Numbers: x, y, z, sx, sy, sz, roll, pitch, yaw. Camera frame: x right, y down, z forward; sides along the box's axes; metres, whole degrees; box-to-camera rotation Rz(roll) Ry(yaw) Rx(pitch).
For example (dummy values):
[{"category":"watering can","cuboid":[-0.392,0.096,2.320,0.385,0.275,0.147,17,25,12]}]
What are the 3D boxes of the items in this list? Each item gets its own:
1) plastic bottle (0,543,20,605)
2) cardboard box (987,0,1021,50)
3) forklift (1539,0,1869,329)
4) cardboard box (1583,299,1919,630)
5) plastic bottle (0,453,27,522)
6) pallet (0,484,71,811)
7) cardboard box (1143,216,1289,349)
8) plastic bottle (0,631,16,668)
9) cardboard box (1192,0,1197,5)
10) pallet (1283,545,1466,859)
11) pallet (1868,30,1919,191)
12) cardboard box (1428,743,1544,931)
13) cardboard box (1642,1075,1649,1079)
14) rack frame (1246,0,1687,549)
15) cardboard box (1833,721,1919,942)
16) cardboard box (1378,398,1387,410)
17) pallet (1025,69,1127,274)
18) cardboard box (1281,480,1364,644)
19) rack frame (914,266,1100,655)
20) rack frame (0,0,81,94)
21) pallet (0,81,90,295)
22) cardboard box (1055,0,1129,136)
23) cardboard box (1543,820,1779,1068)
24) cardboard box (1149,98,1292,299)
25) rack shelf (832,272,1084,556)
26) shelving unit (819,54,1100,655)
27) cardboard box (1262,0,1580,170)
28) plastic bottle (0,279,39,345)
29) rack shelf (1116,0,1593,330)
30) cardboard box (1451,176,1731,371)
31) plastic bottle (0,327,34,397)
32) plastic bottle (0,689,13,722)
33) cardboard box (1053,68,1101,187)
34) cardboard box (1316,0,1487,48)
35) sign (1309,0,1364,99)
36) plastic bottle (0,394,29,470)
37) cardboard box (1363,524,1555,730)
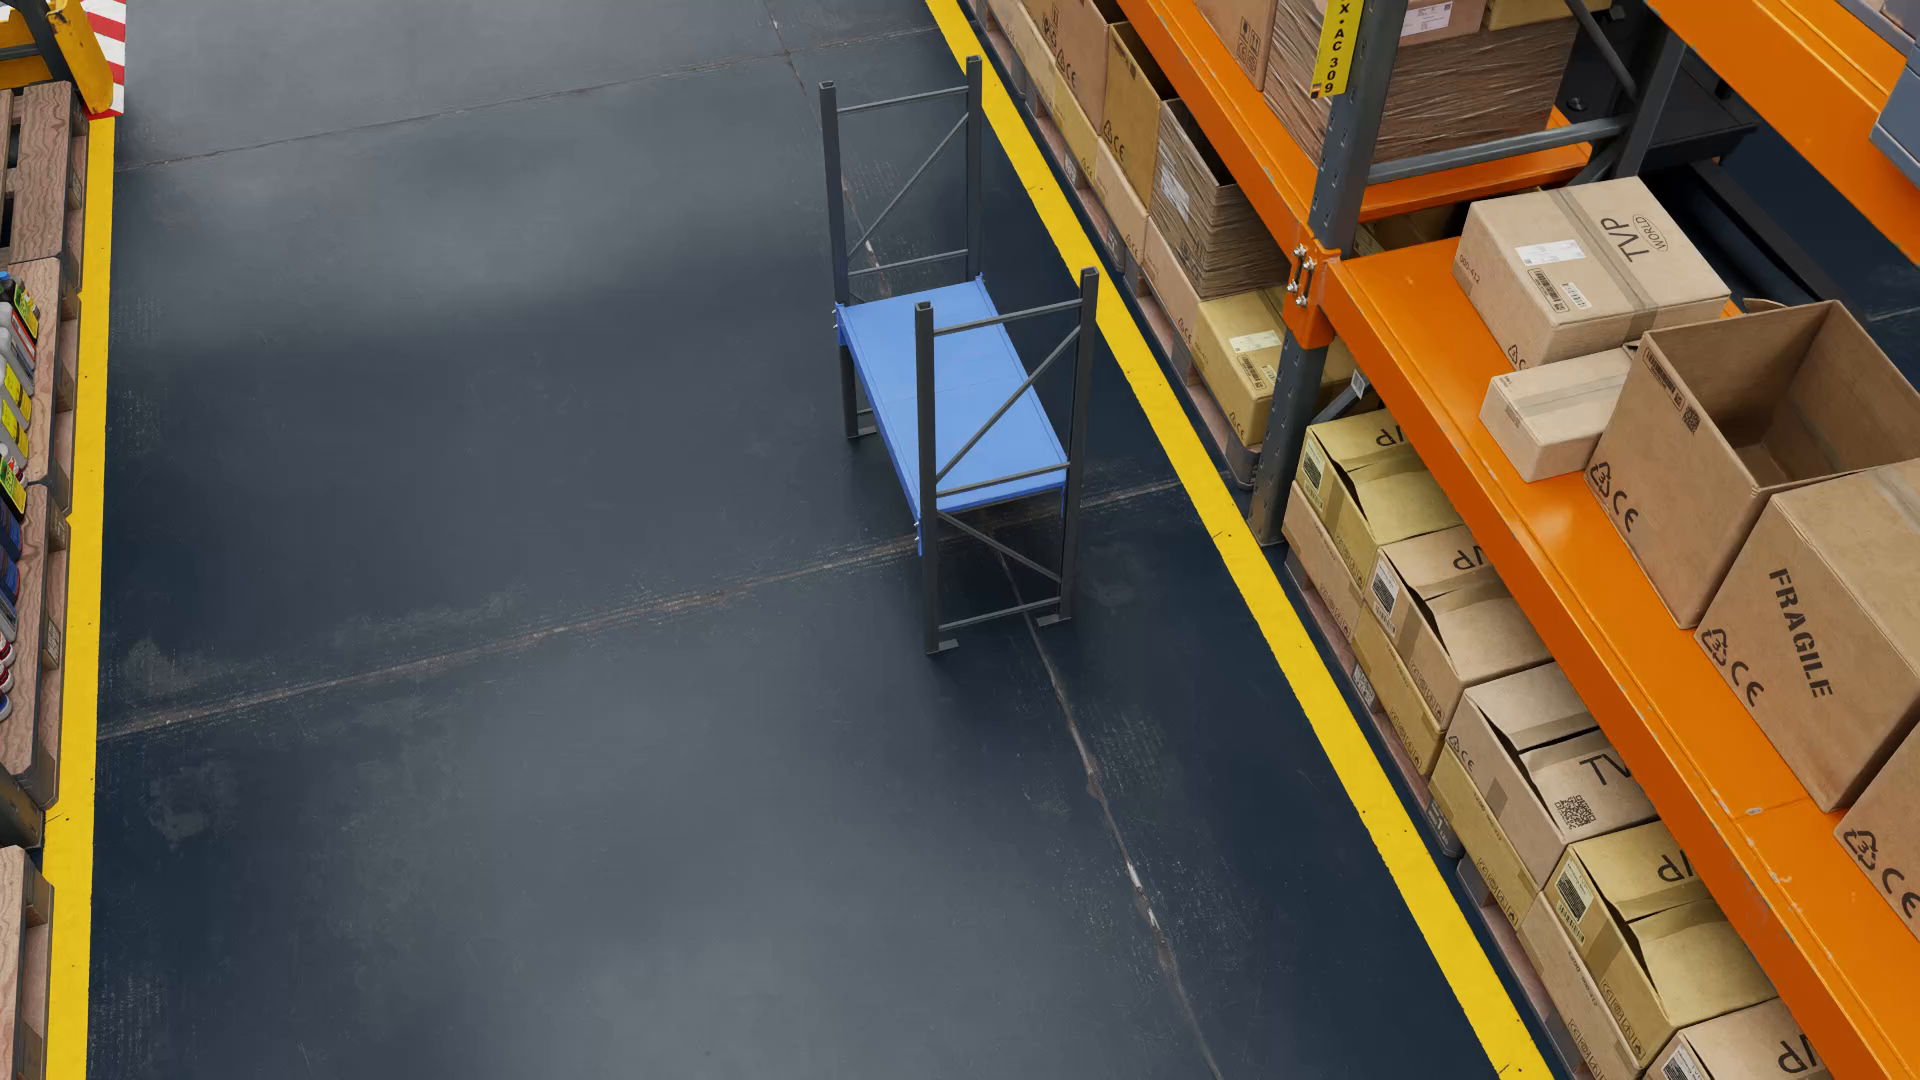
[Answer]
[{"category":"plastic bottle","cuboid":[-3.082,0.052,5.189,0.144,0.351,0.185,-12,51,-10]},{"category":"cardboard box","cuboid":[0.408,-2.458,7.384,0.500,0.250,0.500,-13,51,-11]},{"category":"forklift","cuboid":[2.567,-2.609,6.032,1.130,2.935,3.031,-14,51,-11]},{"category":"cardboard box","cuboid":[1.861,-0.177,3.872,0.500,0.500,0.500,-10,51,-8]},{"category":"plastic bottle","cuboid":[-3.147,-0.194,5.441,0.061,0.283,0.133,-11,51,-9]},{"category":"pallet","cuboid":[-3.398,0.422,5.256,1.003,0.211,1.213,-13,51,-11]},{"category":"cardboard box","cuboid":[1.009,-1.000,6.155,0.500,0.250,0.500,-13,51,-11]},{"category":"plastic bottle","cuboid":[-2.975,0.303,5.075,0.097,0.201,0.097,0,50,0]},{"category":"cardboard box","cuboid":[1.049,-2.200,5.577,0.700,0.500,0.500,-13,51,-10]},{"category":"pallet","cuboid":[1.748,0.334,5.330,1.003,0.211,1.213,-13,51,-11]},{"category":"pallet","cuboid":[2.057,-0.370,2.261,1.003,0.211,1.213,-11,51,-9]},{"category":"cardboard box","cuboid":[1.682,0.759,4.672,0.500,0.250,0.500,-15,51,-12]},{"category":"cardboard box","cuboid":[1.986,1.506,4.042,0.500,0.250,0.500,-12,51,-10]},{"category":"rack frame","cuboid":[1.493,-1.094,4.710,1.000,3.000,0.127,-13,51,-11]},{"category":"cardboard box","cuboid":[2.164,0.574,3.239,0.500,0.500,0.500,-16,52,-13]},{"category":"cardboard box","cuboid":[1.646,-0.750,5.944,0.500,0.250,0.500,-13,51,-11]},{"category":"pallet","cuboid":[0.934,-1.678,7.026,1.003,0.211,1.213,-13,51,-11]},{"category":"cardboard box","cuboid":[1.376,0.008,5.305,0.500,0.250,0.500,-14,51,-12]},{"category":"rack frame","cuboid":[0.125,-0.174,4.916,0.500,1.500,0.032,-13,51,-11]},{"category":"rack frame","cuboid":[-4.423,-2.898,6.231,1.000,3.000,0.127,-13,51,-11]},{"category":"pallet","cuboid":[-4.120,-1.360,6.758,1.003,0.211,1.213,-13,51,-11]},{"category":"cardboard box","cuboid":[0.698,-1.968,6.480,0.500,0.500,0.500,-13,51,-11]},{"category":"cardboard box","cuboid":[1.833,0.957,4.138,0.500,0.311,0.500,-12,51,-10]},{"category":"cardboard box","cuboid":[1.011,-1.242,5.868,0.500,0.500,0.500,-13,51,-11]},{"category":"rack shelf","cuboid":[-0.025,-0.430,5.367,0.538,0.185,1.000,-13,51,-11]},{"category":"shelving unit","cuboid":[-0.025,-0.546,5.229,0.538,1.500,1.048,-13,51,-11]},{"category":"cardboard box","cuboid":[1.356,-1.449,4.944,0.700,0.500,0.500,-15,51,-12]},{"category":"plastic bottle","cuboid":[-3.409,-0.841,5.986,0.061,0.283,0.133,-12,51,-10]},{"category":"rack shelf","cuboid":[0.902,-2.323,6.217,1.077,0.370,4.000,-13,51,-11]},{"category":"cardboard box","cuboid":[1.681,-0.696,4.473,0.500,0.250,0.500,-10,51,-9]},{"category":"plastic bottle","cuboid":[-3.371,-0.628,5.811,0.152,0.276,0.135,-15,51,-12]},{"category":"plastic bottle","cuboid":[-2.915,0.429,4.923,0.097,0.271,0.097,0,50,0]},{"category":"cardboard box","cuboid":[0.698,-1.726,6.767,0.500,0.250,0.500,-13,51,-11]},{"category":"cardboard box","cuboid":[1.208,-1.485,4.551,0.380,0.149,0.250,-13,51,-11]},{"category":"sign","cuboid":[0.964,-1.272,4.242,0.100,0.325,0.005,-13,51,-11]},{"category":"plastic bottle","cuboid":[-3.263,-0.396,5.567,0.144,0.351,0.185,-14,51,-11]},{"category":"cardboard box","cuboid":[1.521,0.201,4.775,0.500,0.311,0.500,-14,51,-11]}]
